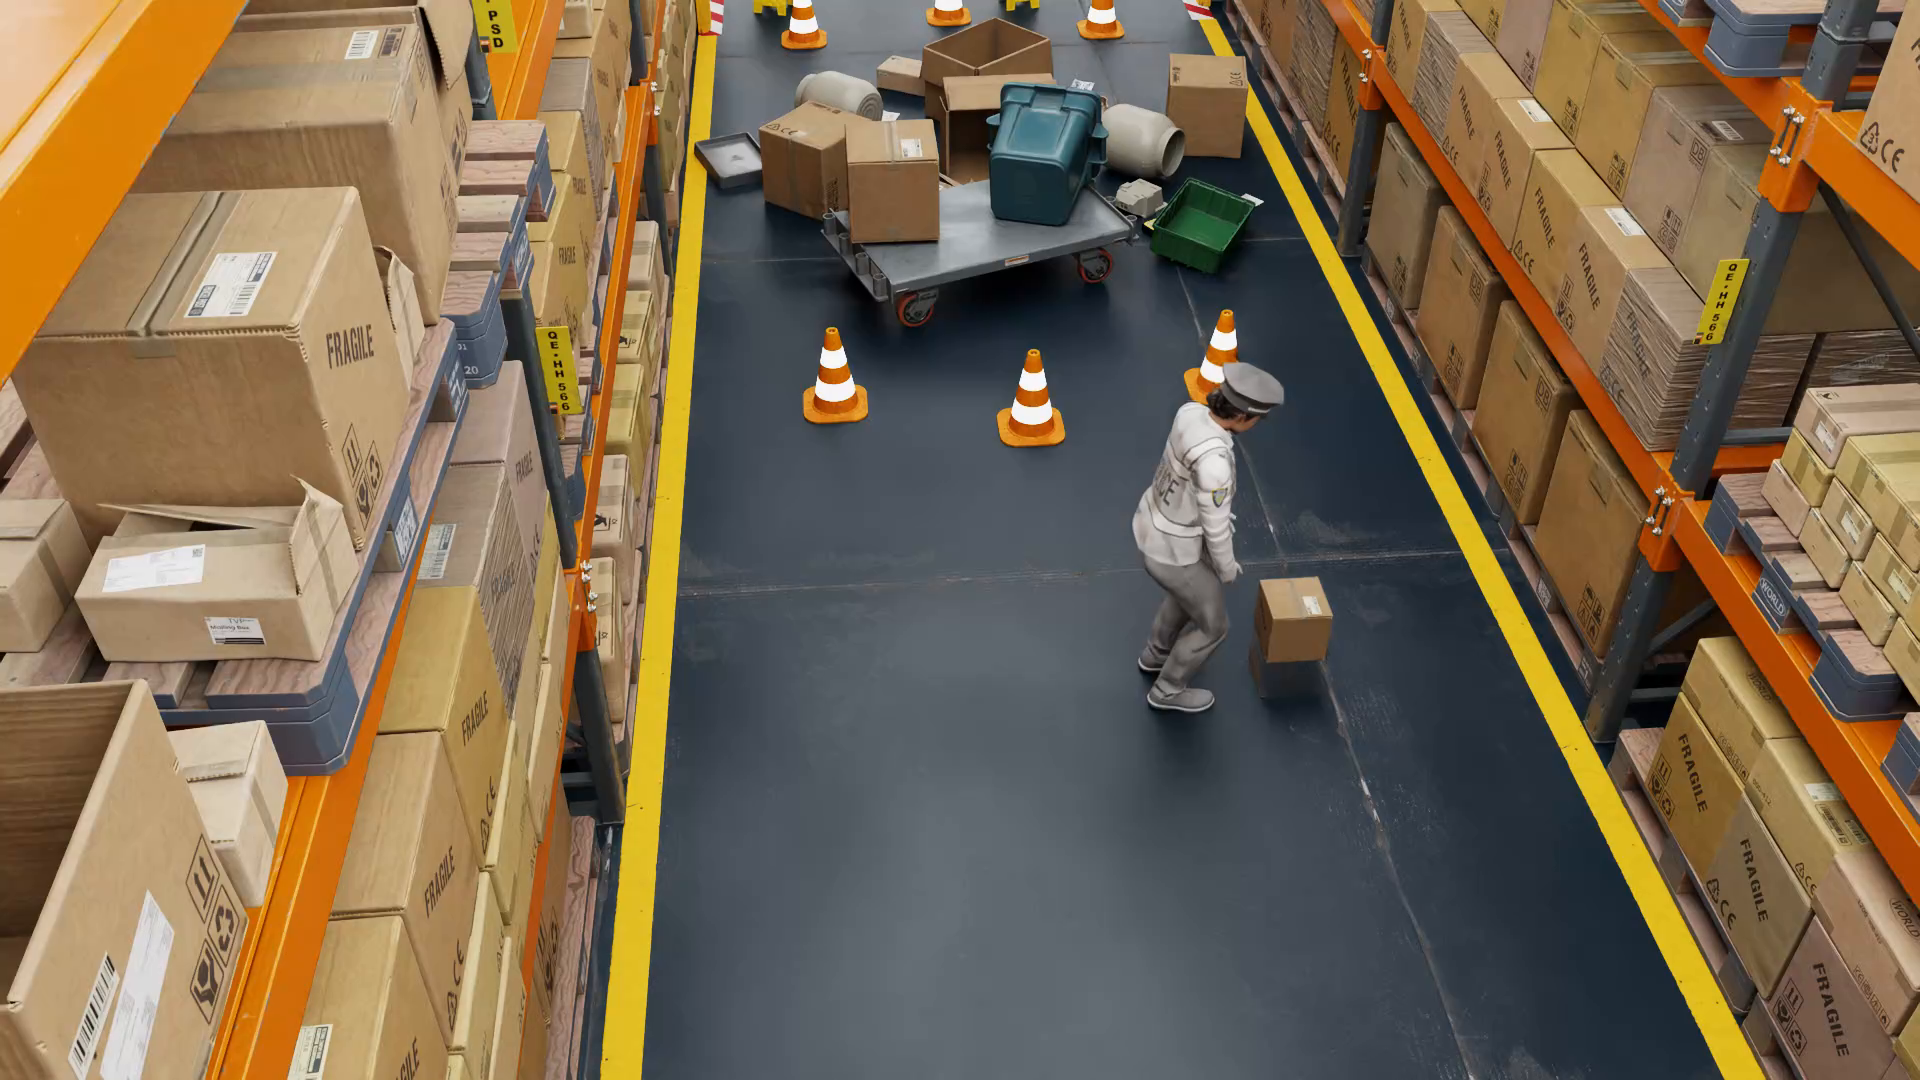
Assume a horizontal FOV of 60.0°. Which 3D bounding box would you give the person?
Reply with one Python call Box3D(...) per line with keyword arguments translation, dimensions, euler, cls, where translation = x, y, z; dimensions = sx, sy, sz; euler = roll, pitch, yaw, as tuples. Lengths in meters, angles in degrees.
Box3D(translation=(0.953, -0.009, 6.669), dimensions=(0.526, 1.576, 0.516), euler=(-2, 39, -3), cls="person")
